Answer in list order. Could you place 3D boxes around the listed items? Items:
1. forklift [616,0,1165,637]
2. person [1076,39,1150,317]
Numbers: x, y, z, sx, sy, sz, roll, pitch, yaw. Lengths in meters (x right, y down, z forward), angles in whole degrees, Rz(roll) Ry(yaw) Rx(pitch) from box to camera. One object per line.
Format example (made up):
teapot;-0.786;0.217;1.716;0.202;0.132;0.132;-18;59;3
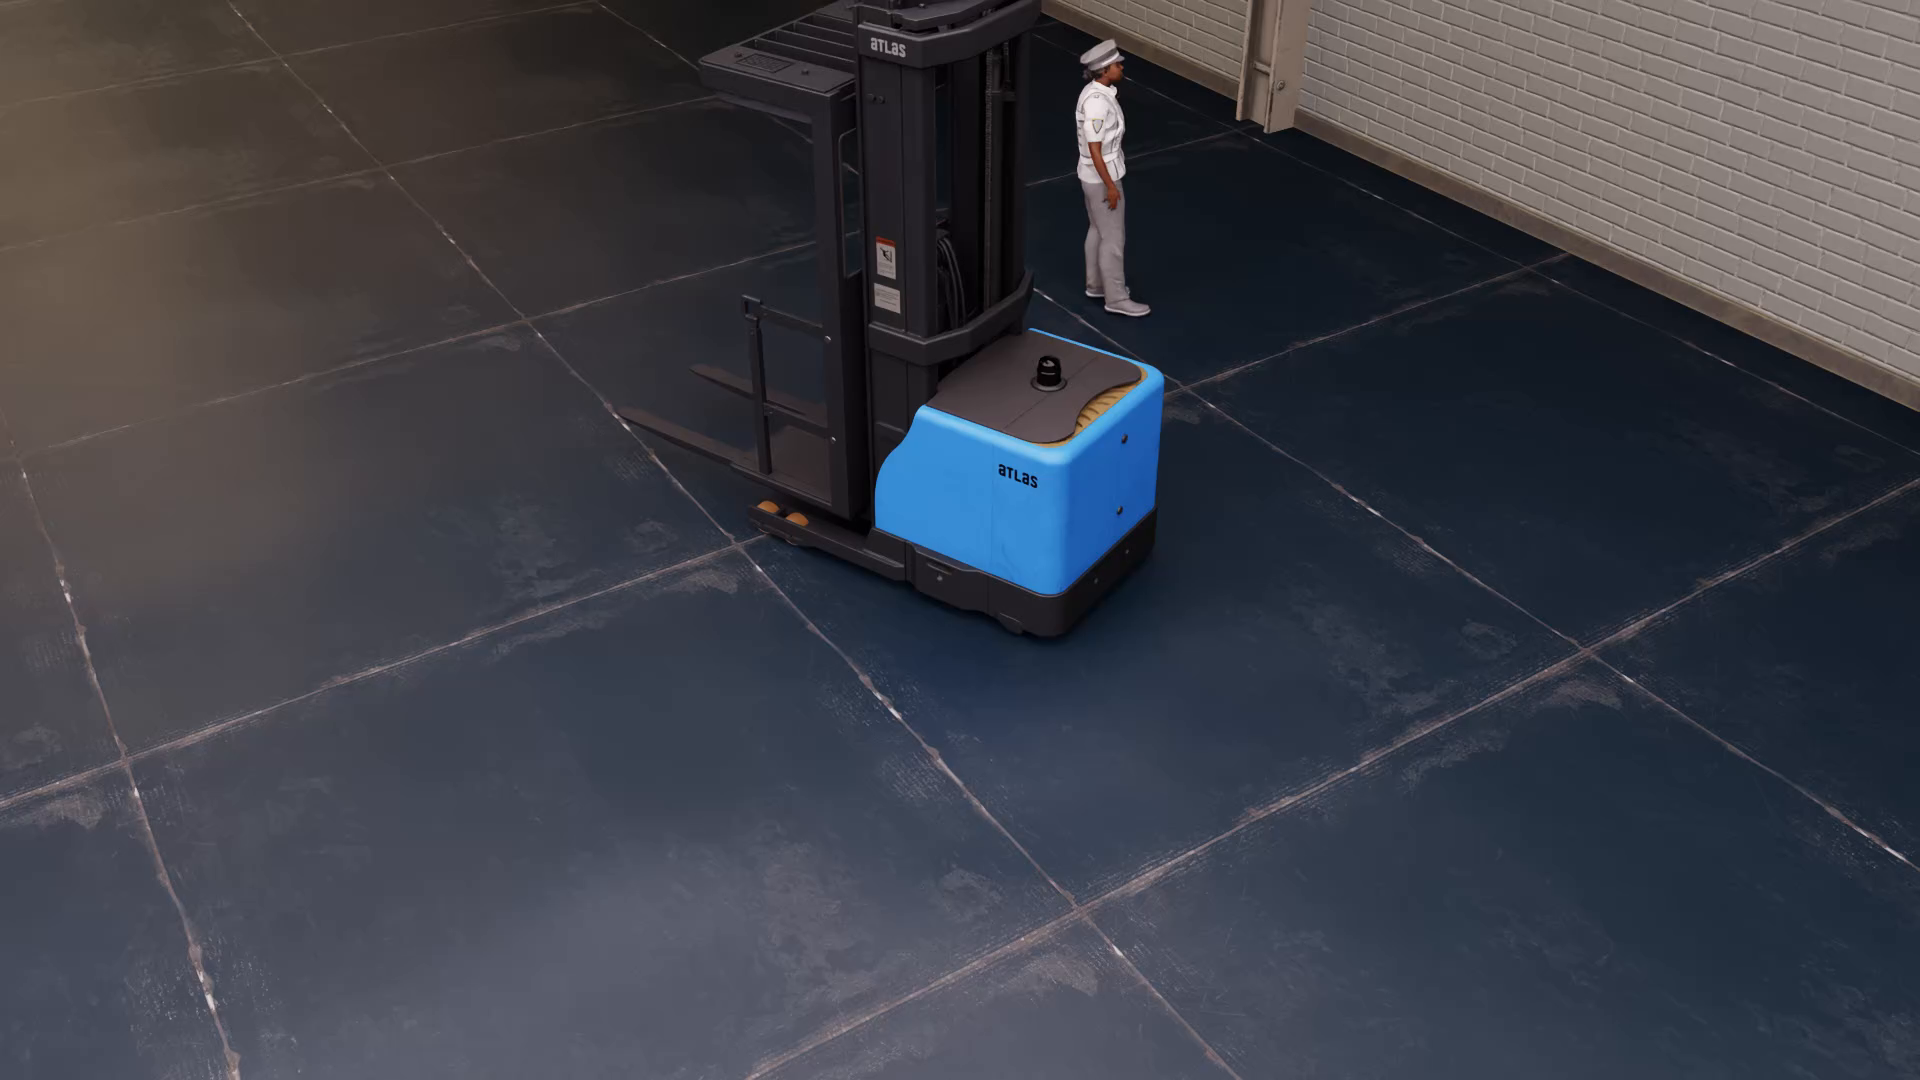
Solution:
forklift;-0.500;-1.399;8.138;3.031;2.935;1.130;22;41;28
person;0.976;-2.292;10.474;0.530;1.696;0.563;1;35;2
